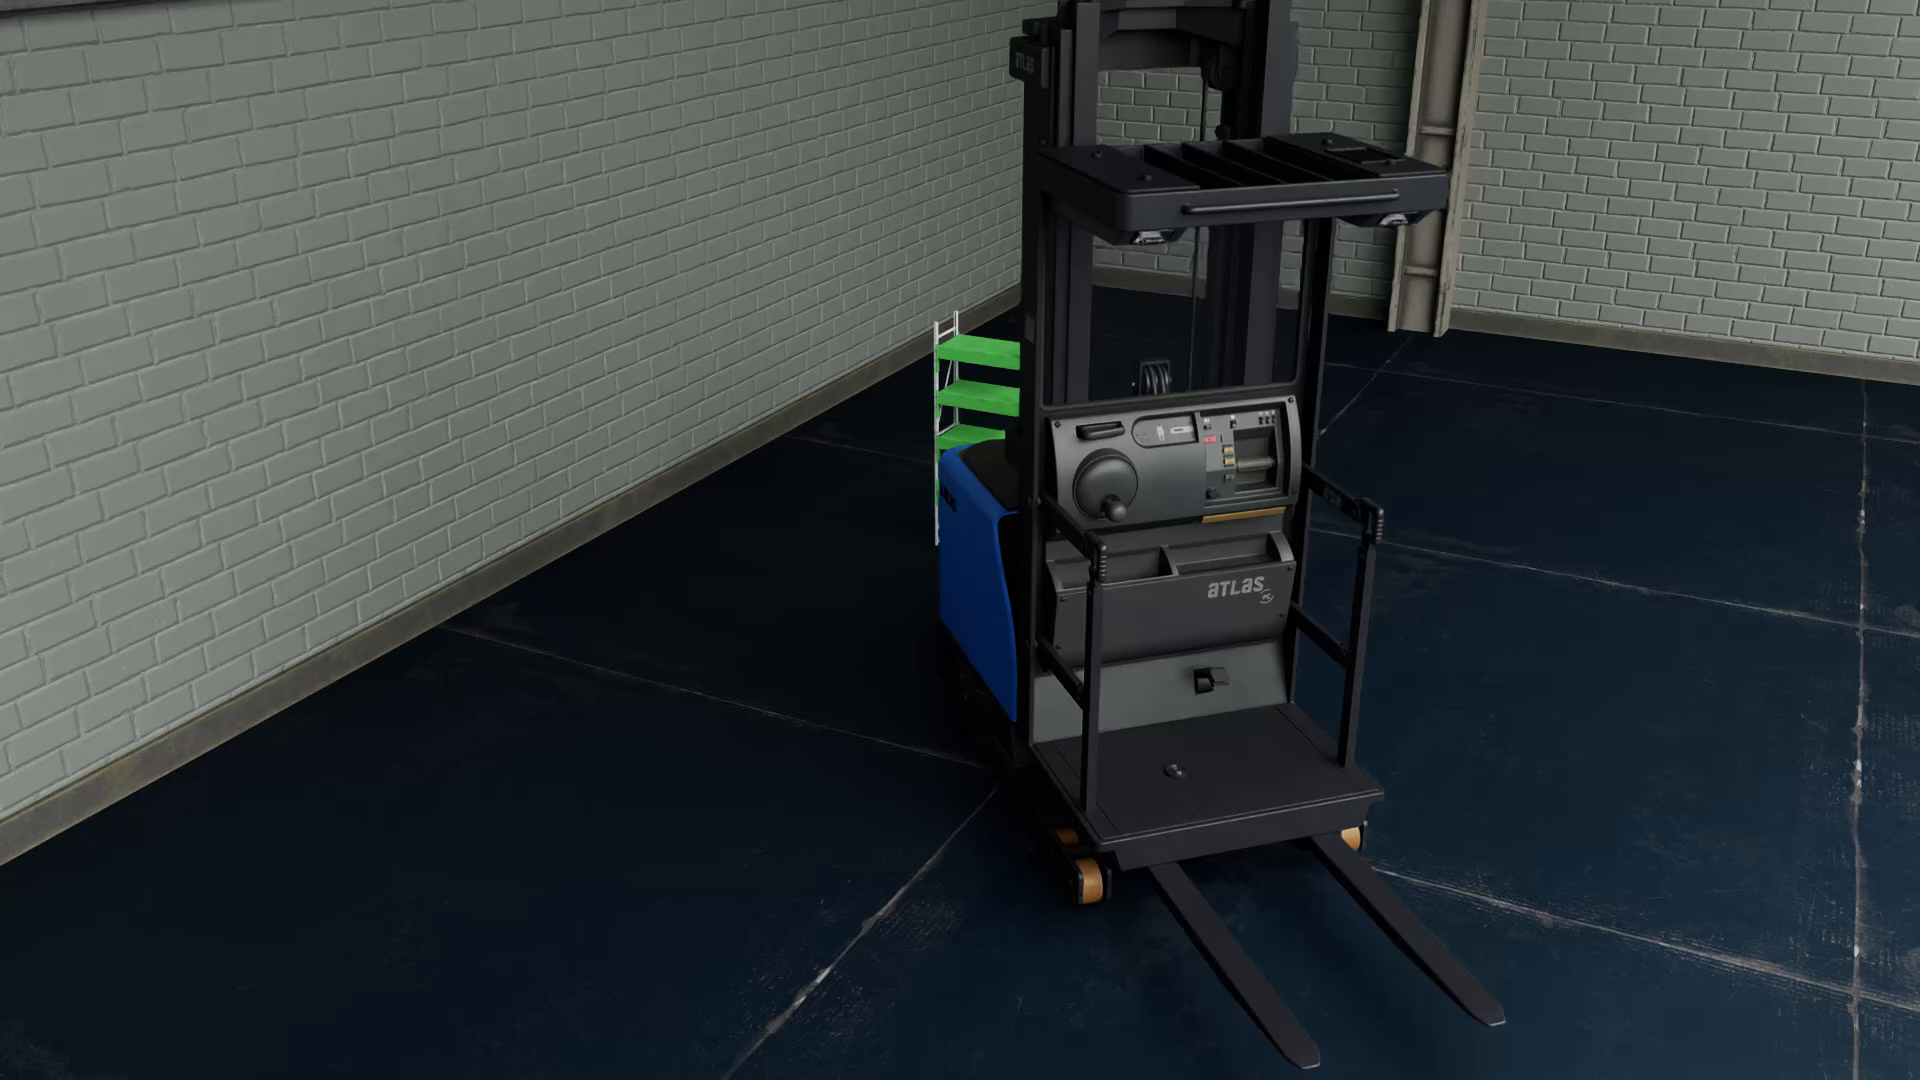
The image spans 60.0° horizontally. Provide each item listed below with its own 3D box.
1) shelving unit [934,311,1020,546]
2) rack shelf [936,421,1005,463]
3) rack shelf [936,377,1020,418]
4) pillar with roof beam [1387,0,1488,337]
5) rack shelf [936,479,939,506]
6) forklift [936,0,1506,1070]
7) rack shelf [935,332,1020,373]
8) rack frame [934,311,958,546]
[{"bbox_3d":[0.148,-0.523,8.446,0.503,1.200,0.258,11,25,25],"label":"shelving unit"},{"bbox_3d":[0.148,-0.464,8.471,0.480,0.148,0.258,11,25,25],"label":"rack shelf"},{"bbox_3d":[0.148,-0.685,8.378,0.480,0.148,0.258,11,25,25],"label":"rack shelf"},{"bbox_3d":[1.493,-4.221,7.176,0.400,9.000,9.100,11,25,25],"label":"pillar with roof beam"},{"bbox_3d":[0.148,-0.243,8.565,0.480,0.148,0.258,11,25,25],"label":"rack shelf"},{"bbox_3d":[0.826,-0.259,5.613,1.130,2.935,3.031,-7,24,-16],"label":"forklift"},{"bbox_3d":[0.148,-0.906,8.284,0.480,0.148,0.258,11,25,25],"label":"rack shelf"},{"bbox_3d":[-0.070,-0.566,8.548,0.015,1.200,0.240,11,25,25],"label":"rack frame"}]
